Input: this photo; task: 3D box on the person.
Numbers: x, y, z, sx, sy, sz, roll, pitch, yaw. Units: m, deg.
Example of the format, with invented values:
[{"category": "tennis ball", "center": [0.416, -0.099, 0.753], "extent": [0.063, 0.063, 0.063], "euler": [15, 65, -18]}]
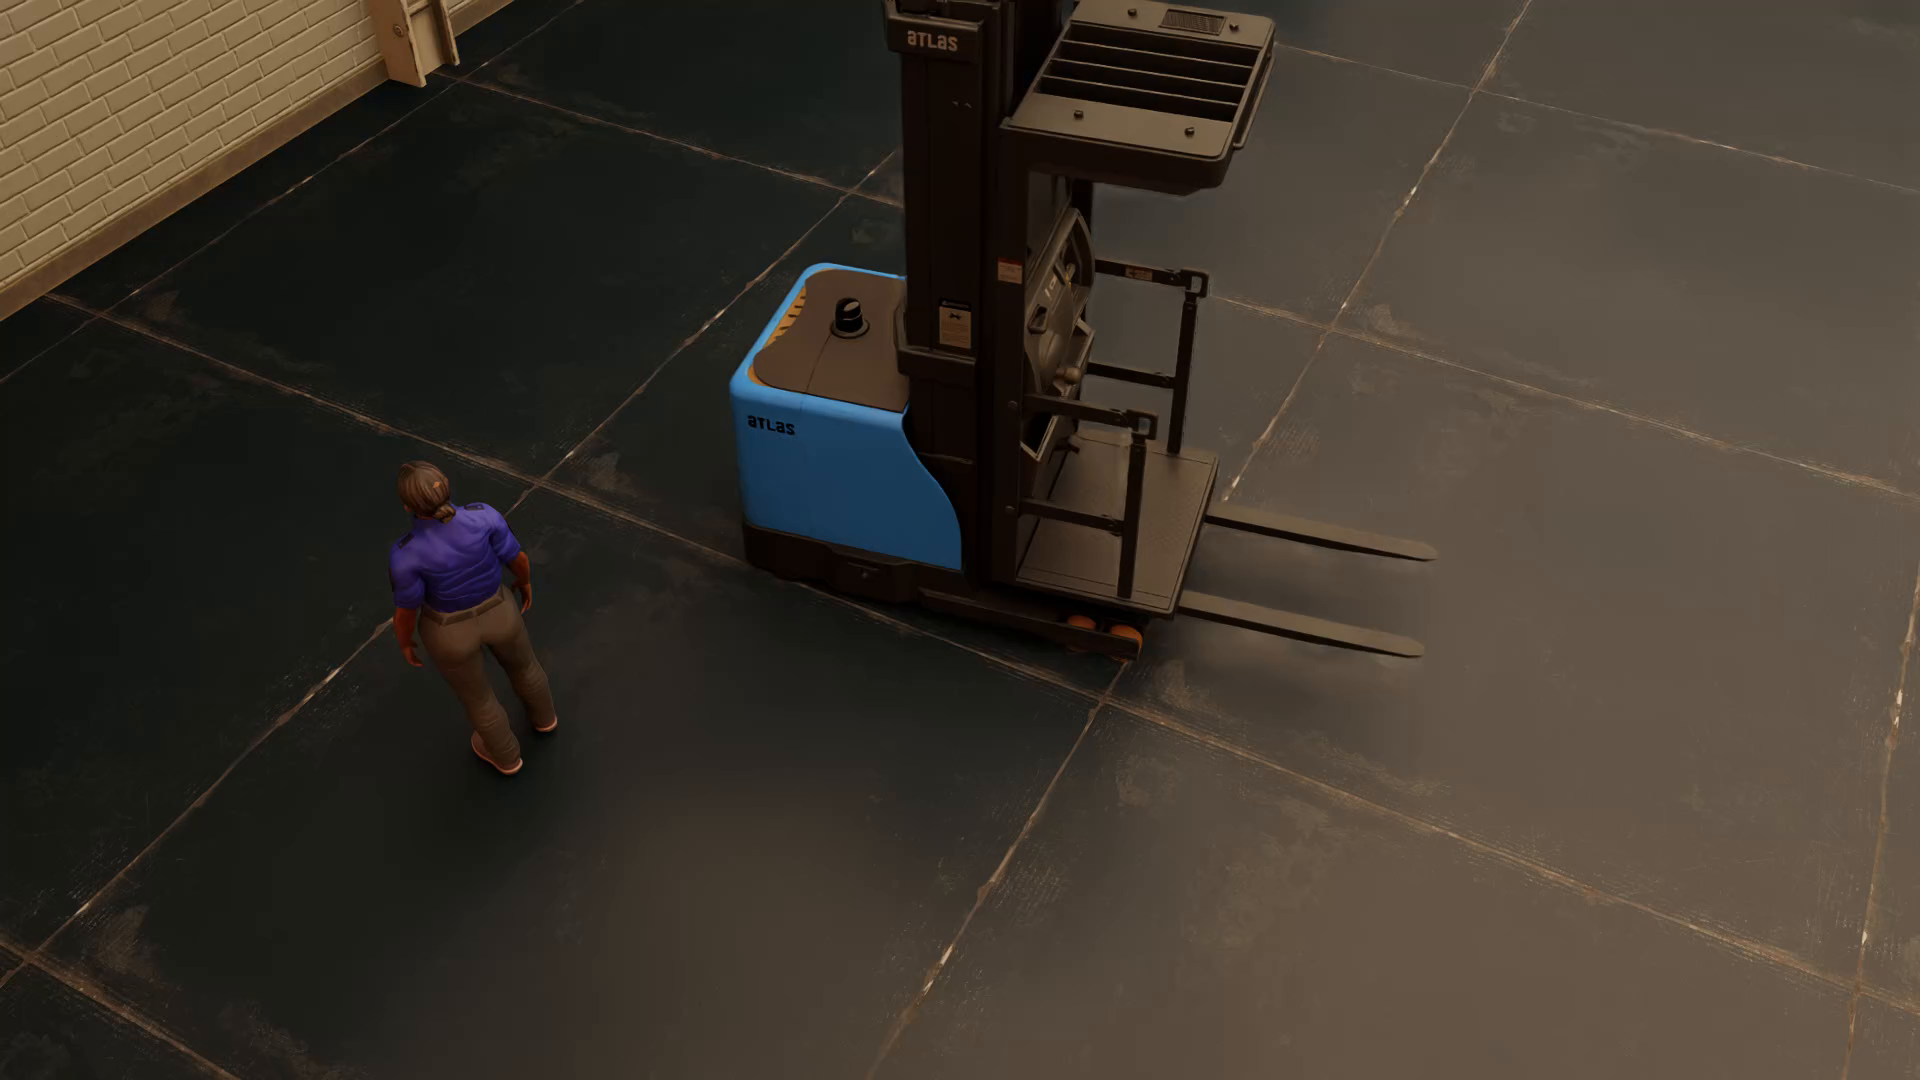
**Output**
[{"category": "person", "center": [-1.879, 0.258, 6.300], "extent": [0.567, 1.654, 0.500], "euler": [-27, 49, -26]}]

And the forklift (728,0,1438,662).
[{"category": "forklift", "center": [0.588, -0.948, 6.660], "extent": [3.031, 2.935, 1.130], "euler": [12, 45, 13]}]
